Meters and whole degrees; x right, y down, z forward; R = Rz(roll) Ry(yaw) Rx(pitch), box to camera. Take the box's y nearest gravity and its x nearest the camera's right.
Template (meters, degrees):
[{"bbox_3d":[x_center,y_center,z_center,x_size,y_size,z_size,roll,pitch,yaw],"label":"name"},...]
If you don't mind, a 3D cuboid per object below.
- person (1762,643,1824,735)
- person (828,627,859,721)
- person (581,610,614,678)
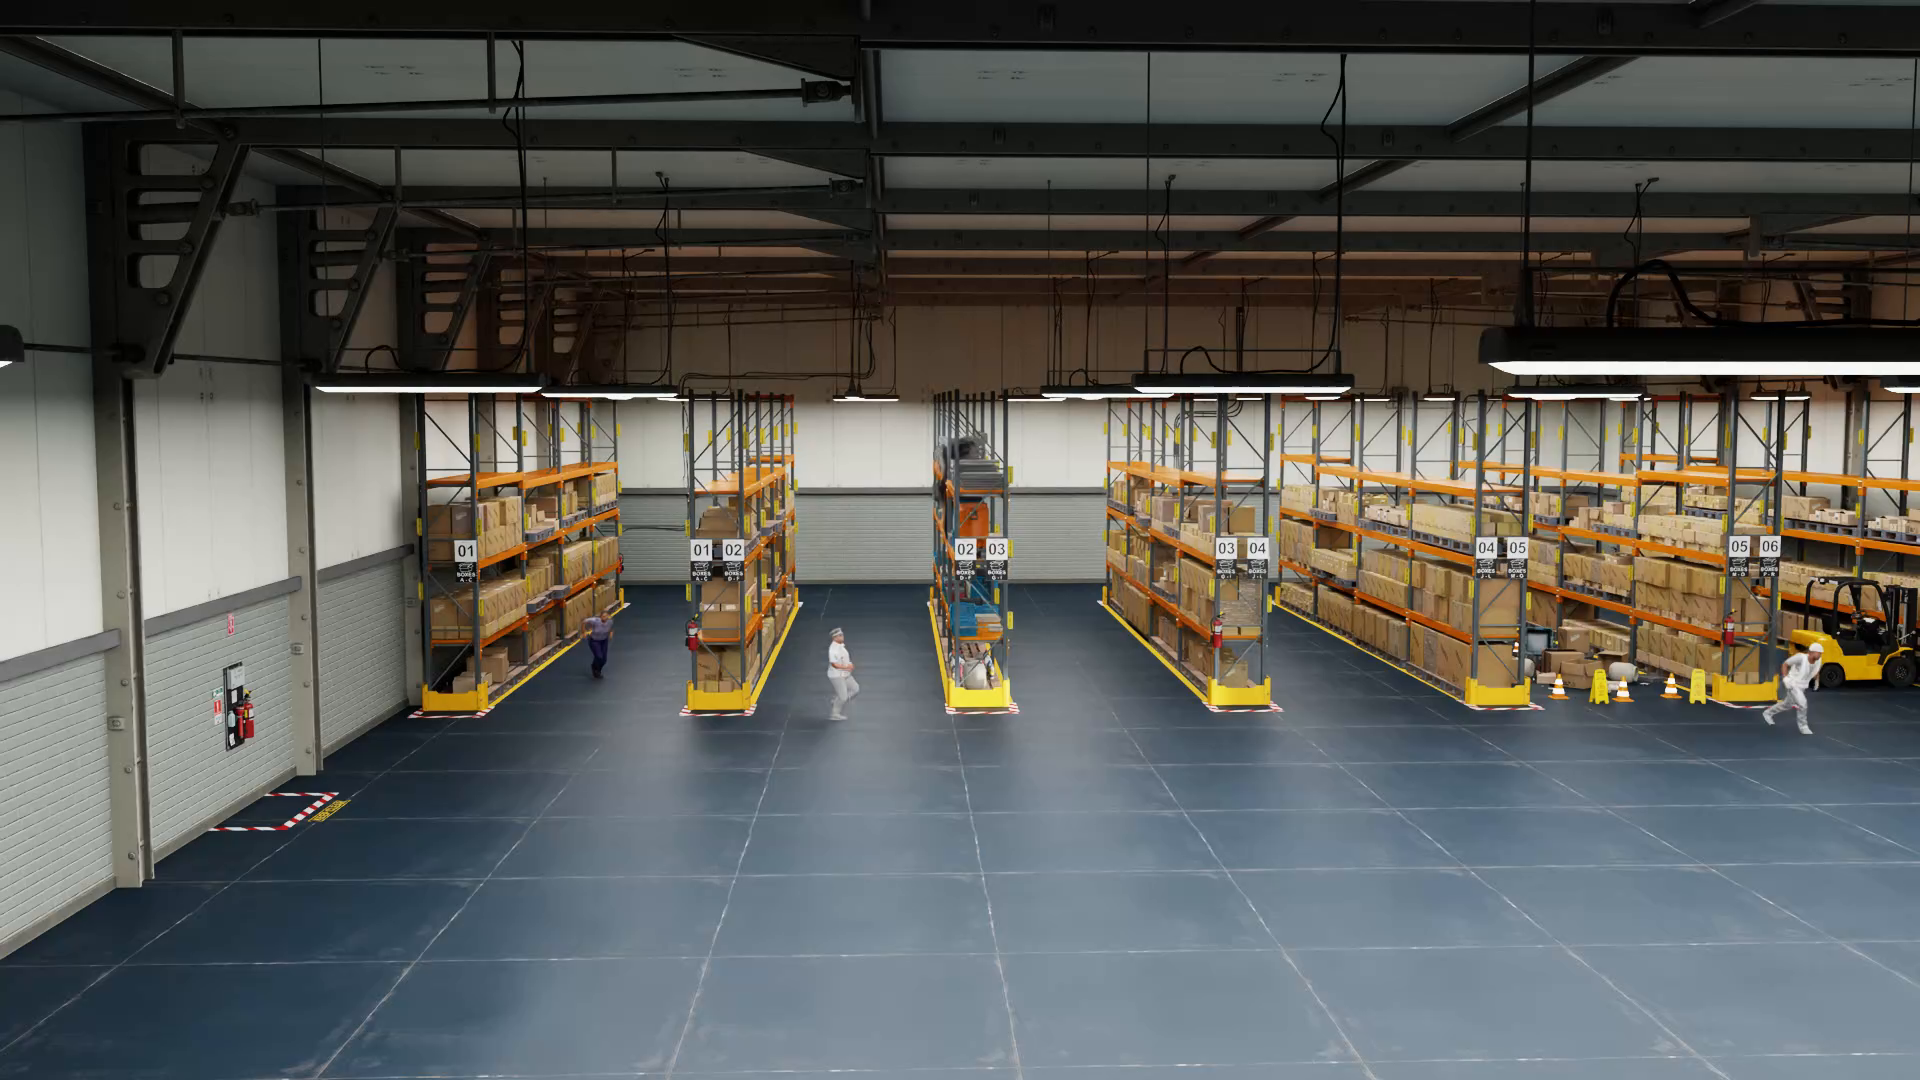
[{"bbox_3d":[14.585,2.548,29.086,0.696,1.609,1.142,-2,5,-21],"label":"person"},{"bbox_3d":[-2.160,2.416,30.007,0.577,1.718,0.672,1,5,17],"label":"person"},{"bbox_3d":[-7.521,2.165,34.534,0.645,1.483,0.860,-3,6,-34],"label":"person"}]
